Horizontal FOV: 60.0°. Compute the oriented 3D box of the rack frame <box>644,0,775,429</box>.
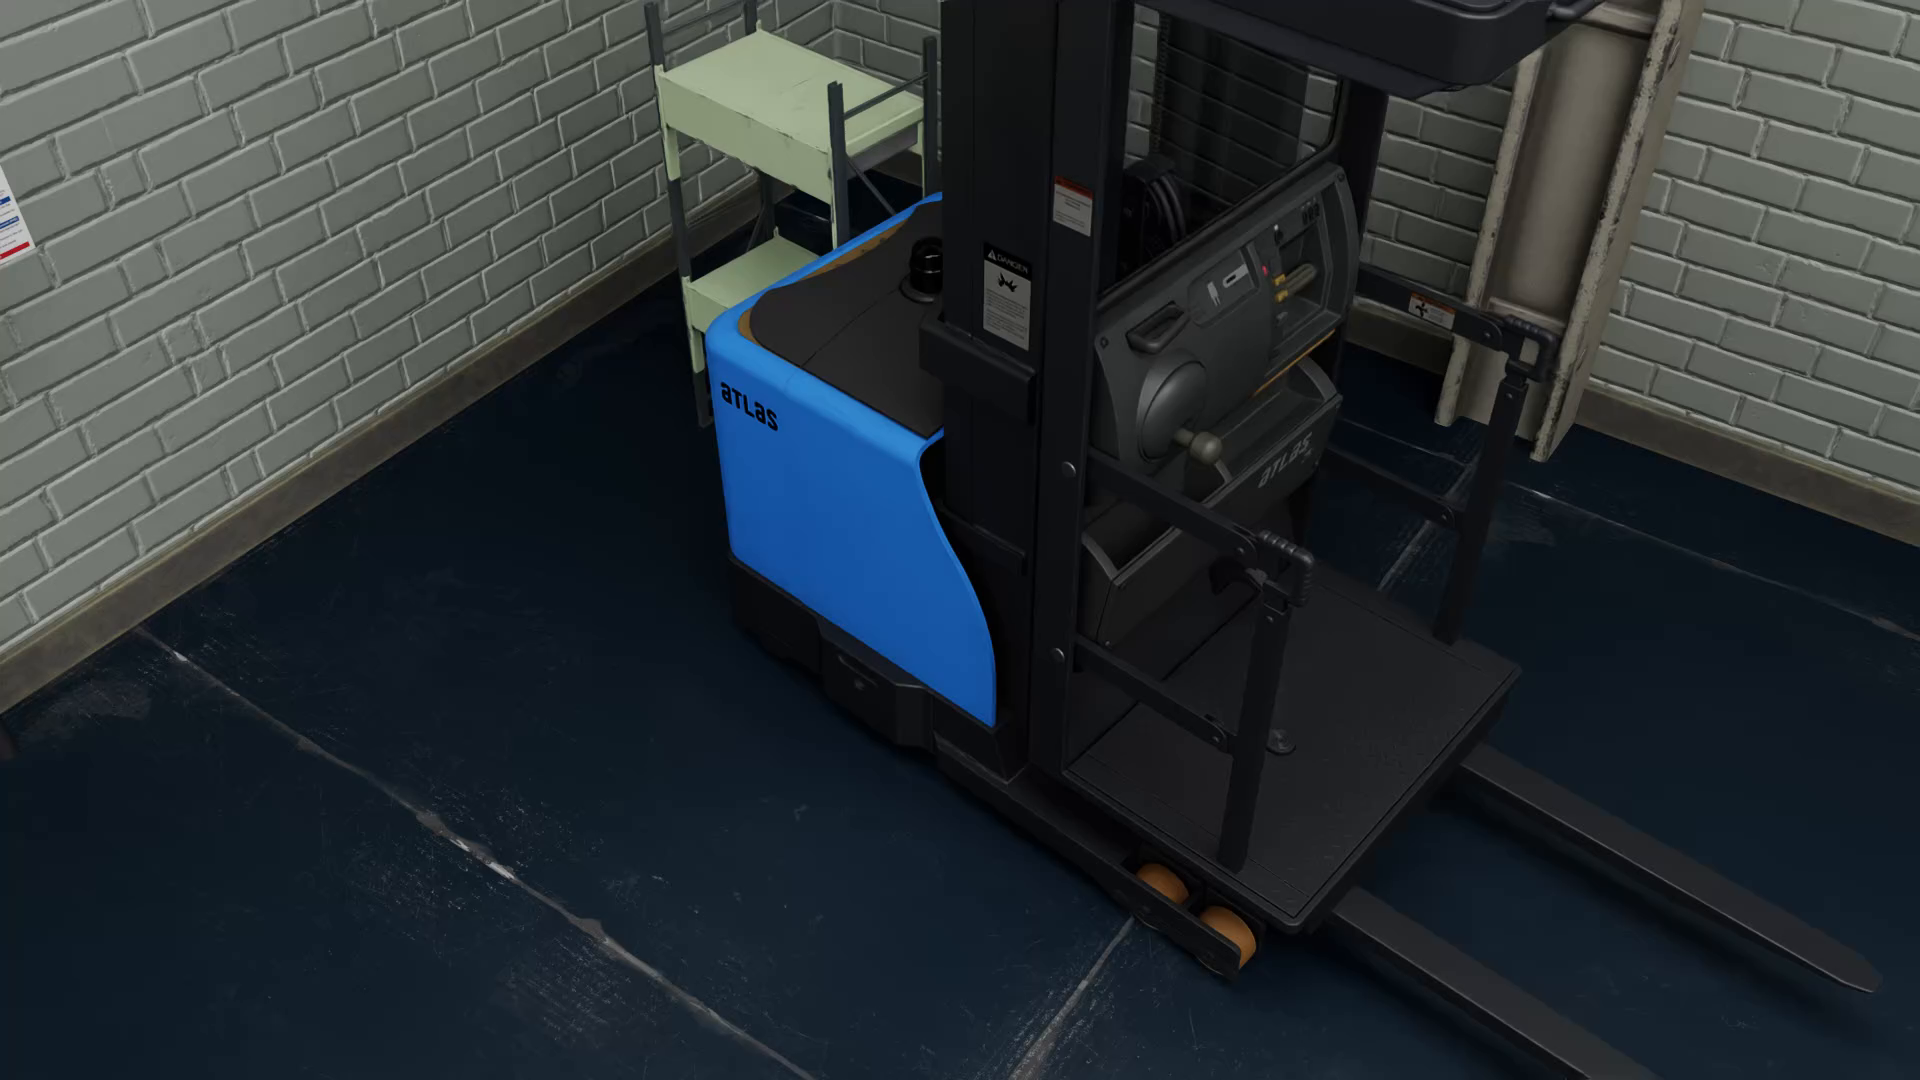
[{"bbox_3d":[-0.751,-1.044,5.292,0.023,1.500,0.400,31,50,30],"label":"rack frame"}]

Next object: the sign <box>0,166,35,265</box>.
[{"bbox_3d":[-2.475,-0.847,4.019,0.001,0.494,0.329,25,48,25],"label":"sign"}]

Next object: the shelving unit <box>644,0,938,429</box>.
[{"bbox_3d":[-0.478,-0.881,5.110,0.755,1.500,0.431,31,50,30],"label":"shelving unit"}]

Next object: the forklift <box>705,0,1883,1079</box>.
[{"bbox_3d":[0.759,-0.433,3.536,3.031,2.935,1.130,31,50,30],"label":"forklift"}]

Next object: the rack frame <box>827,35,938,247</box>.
[{"bbox_3d":[-0.205,-0.719,4.928,0.023,1.500,0.400,31,50,30],"label":"rack frame"}]

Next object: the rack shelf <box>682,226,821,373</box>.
[{"bbox_3d":[-0.478,-0.638,5.327,0.720,0.370,0.431,31,50,30],"label":"rack shelf"}]

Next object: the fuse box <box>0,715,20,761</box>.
[{"bbox_3d":[-2.589,-0.054,4.027,0.414,1.711,0.539,25,48,25],"label":"fuse box"}]

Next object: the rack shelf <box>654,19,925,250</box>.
[{"bbox_3d":[-0.478,-1.172,4.850,0.720,0.370,0.431,31,50,30],"label":"rack shelf"}]
